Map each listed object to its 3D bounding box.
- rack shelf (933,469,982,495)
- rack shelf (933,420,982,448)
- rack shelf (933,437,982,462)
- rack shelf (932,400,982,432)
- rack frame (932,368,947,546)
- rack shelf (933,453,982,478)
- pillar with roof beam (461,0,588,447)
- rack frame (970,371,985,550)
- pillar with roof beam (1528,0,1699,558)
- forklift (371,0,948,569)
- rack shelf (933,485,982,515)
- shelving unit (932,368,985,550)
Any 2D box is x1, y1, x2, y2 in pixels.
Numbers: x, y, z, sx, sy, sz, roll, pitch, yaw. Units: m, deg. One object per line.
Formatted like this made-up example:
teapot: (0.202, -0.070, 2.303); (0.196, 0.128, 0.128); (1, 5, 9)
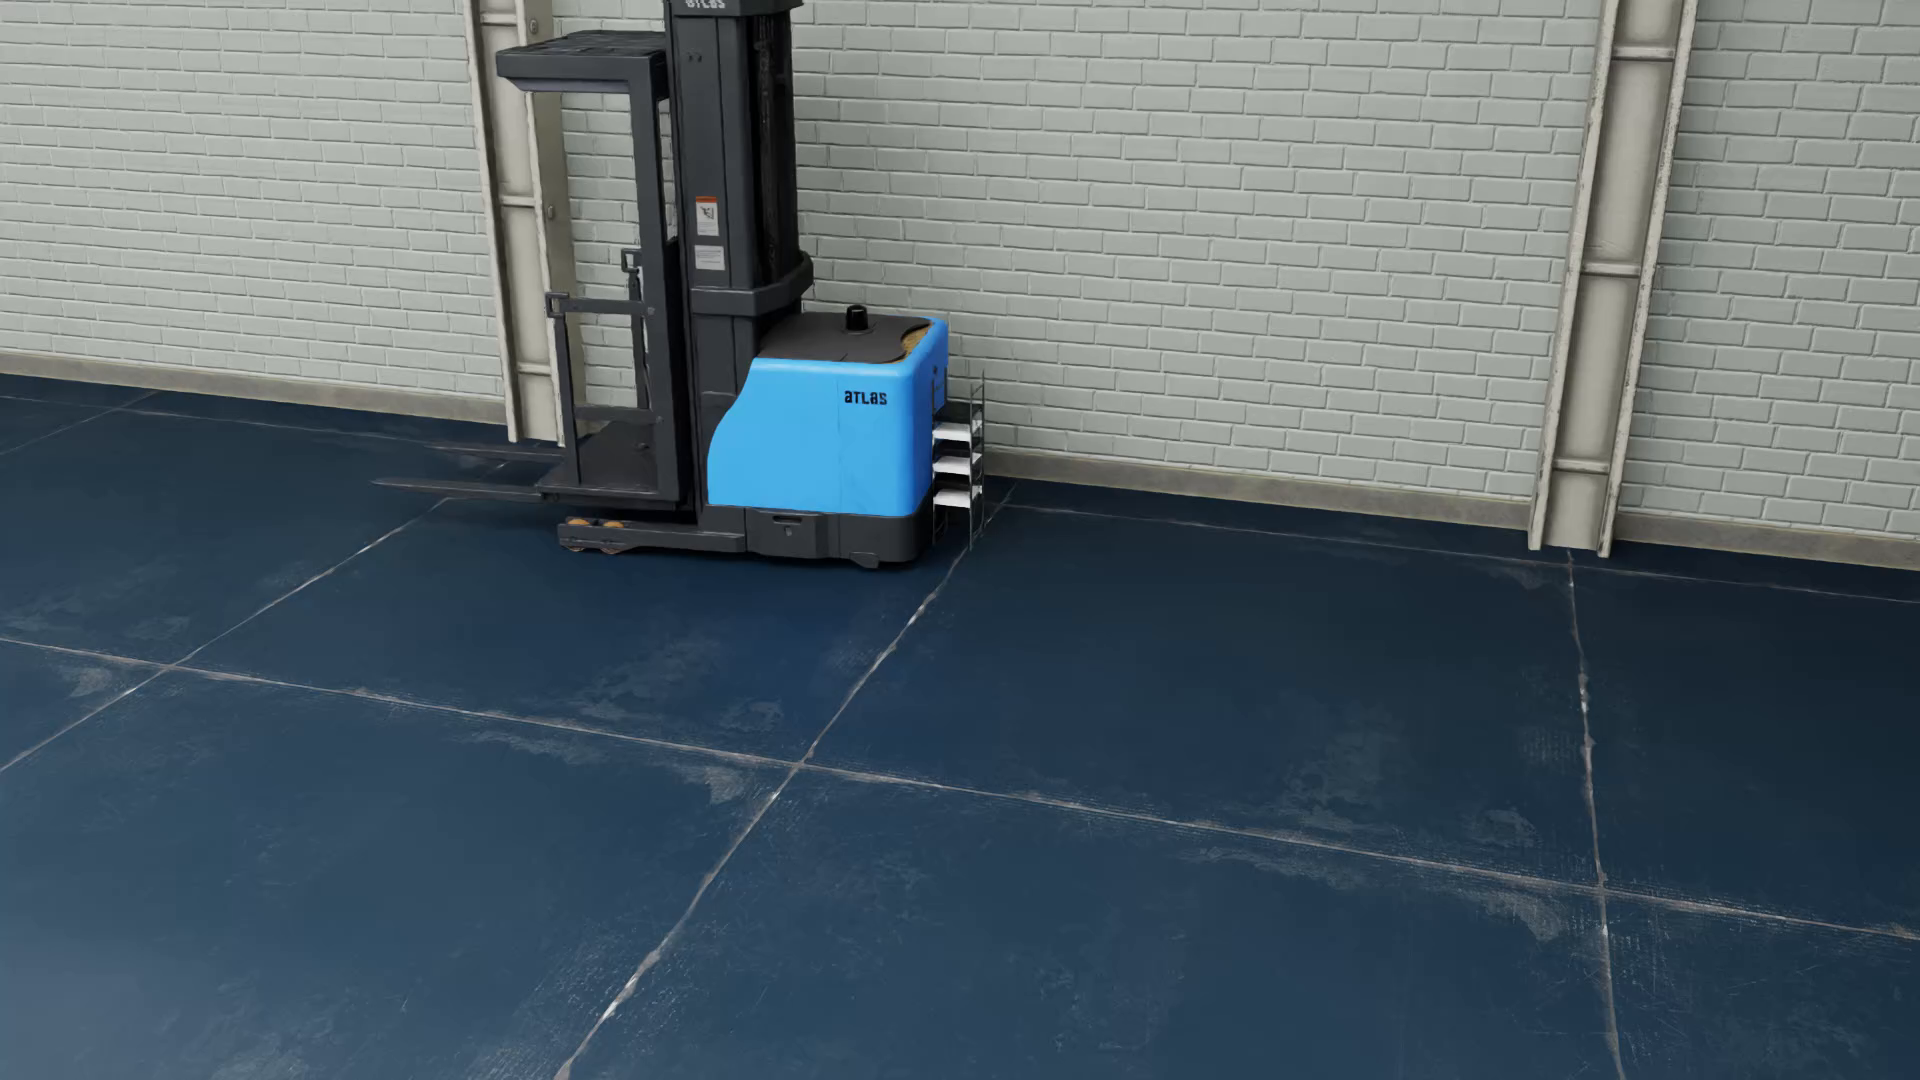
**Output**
rack shelf: (-0.008, -0.303, 8.648); (0.200, 0.077, 0.258); (7, 23, 16)
rack shelf: (-0.008, -0.553, 8.546); (0.200, 0.077, 0.258); (7, 23, 16)
rack shelf: (-0.008, -0.470, 8.580); (0.200, 0.077, 0.258); (7, 23, 16)
rack shelf: (-0.008, -0.636, 8.512); (0.200, 0.077, 0.258); (7, 23, 16)
rack frame: (-0.105, -0.428, 8.629); (0.006, 0.900, 0.240); (7, 23, 16)
rack shelf: (-0.008, -0.386, 8.614); (0.200, 0.077, 0.258); (7, 23, 16)
pillar with roof beam: (-3.795, -3.243, 4.818); (0.400, 9.000, 9.100); (7, 23, 16)
rack frame: (0.090, -0.406, 8.574); (0.006, 0.900, 0.240); (7, 23, 16)
pillar with roof beam: (1.950, -2.585, 3.214); (0.400, 9.000, 9.100); (7, 23, 16)
forklift: (-1.618, -1.474, 8.501); (3.031, 2.935, 1.130); (4, 23, 10)
rack shelf: (-0.008, -0.220, 8.682); (0.200, 0.077, 0.258); (7, 23, 16)
shelving unit: (-0.008, -0.417, 8.601); (0.210, 0.900, 0.258); (7, 23, 16)
